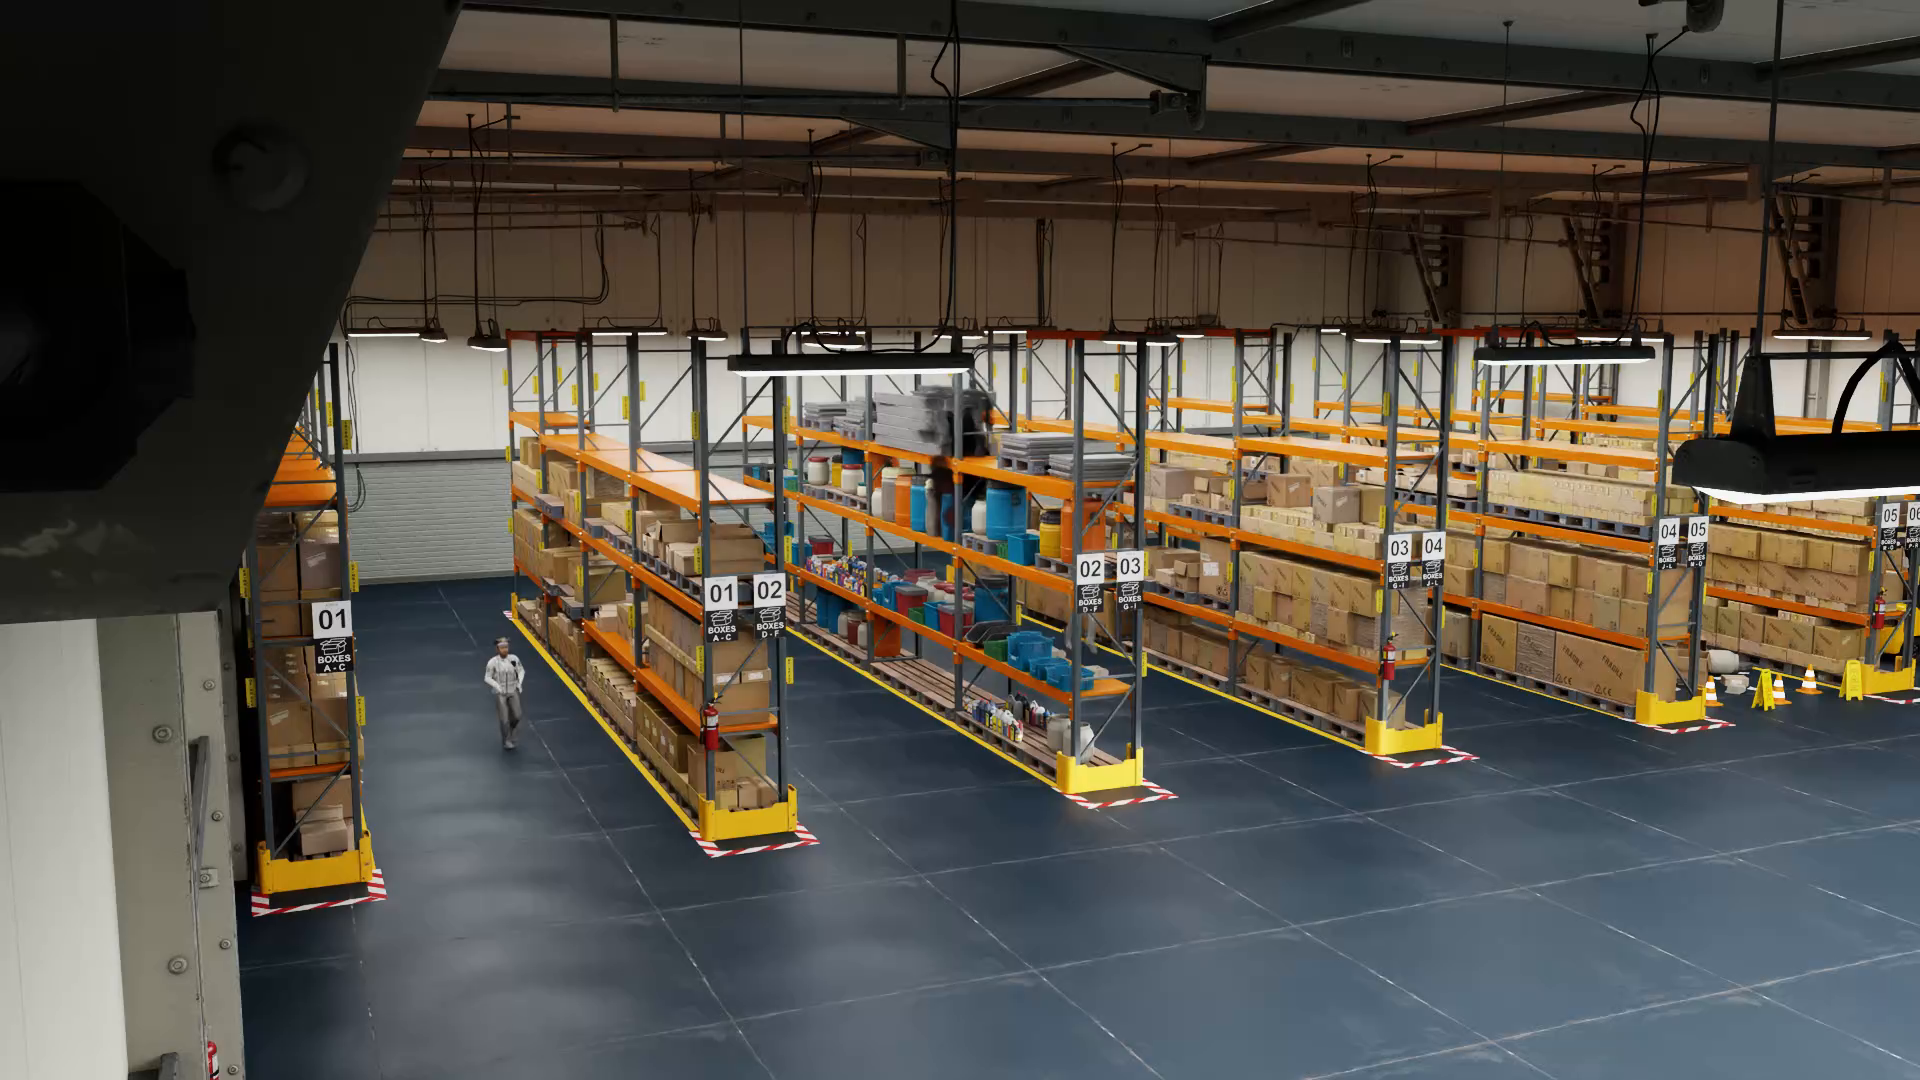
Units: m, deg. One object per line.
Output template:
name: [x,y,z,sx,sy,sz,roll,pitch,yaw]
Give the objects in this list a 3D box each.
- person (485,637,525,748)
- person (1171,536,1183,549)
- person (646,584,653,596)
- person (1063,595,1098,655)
person: [-6.581,2.227,24.171,0.589,1.653,0.528,-4,9,-26]
person: [5.480,-0.201,41.730,0.792,1.760,0.738,5,9,30]
person: [-6.200,0.967,33.694,0.523,1.631,0.700,-4,9,-29]
person: [2.194,1.135,30.183,0.664,1.807,0.821,-4,9,-28]
